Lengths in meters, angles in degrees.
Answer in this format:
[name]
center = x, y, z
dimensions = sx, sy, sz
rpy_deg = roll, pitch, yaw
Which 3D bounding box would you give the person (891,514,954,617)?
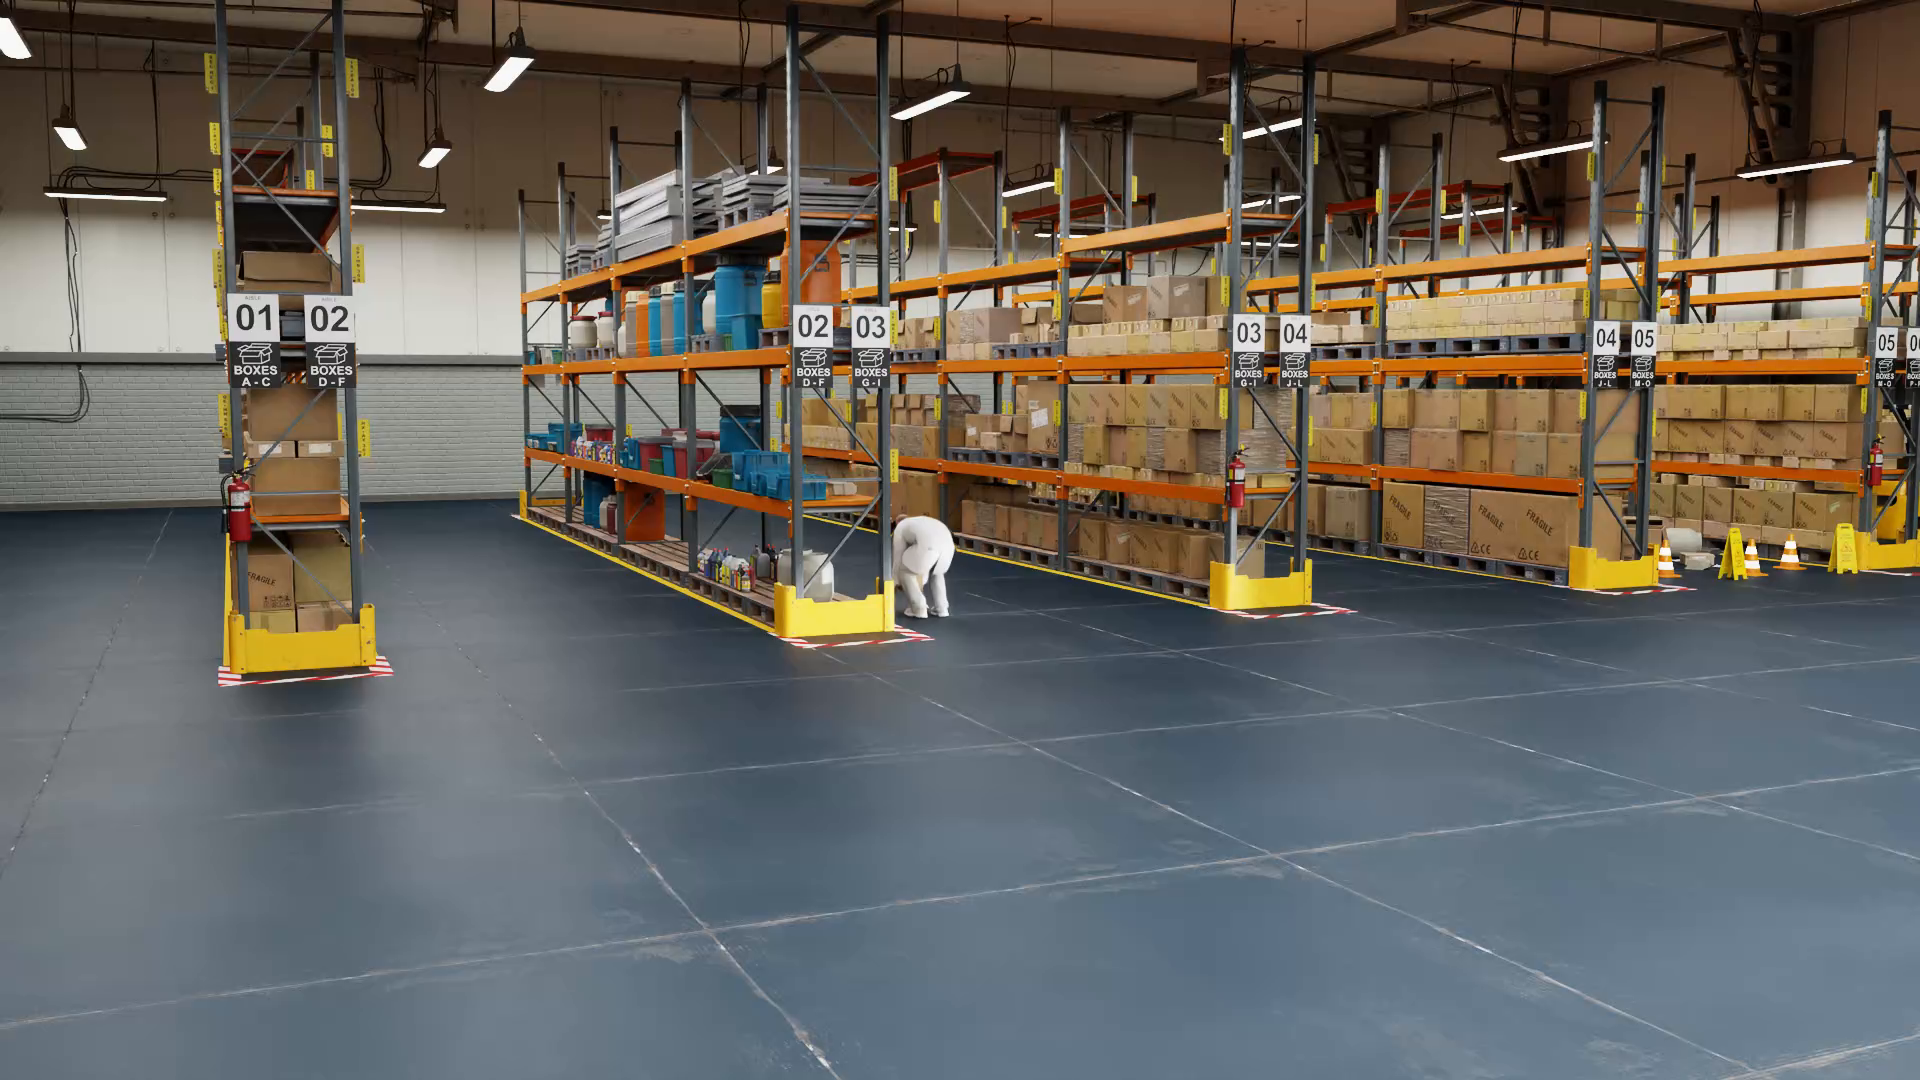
[person]
center = -0.420, 0.279, 17.724
dimensions = 0.593, 1.033, 0.942
rpy_deg = -3, 6, -29
